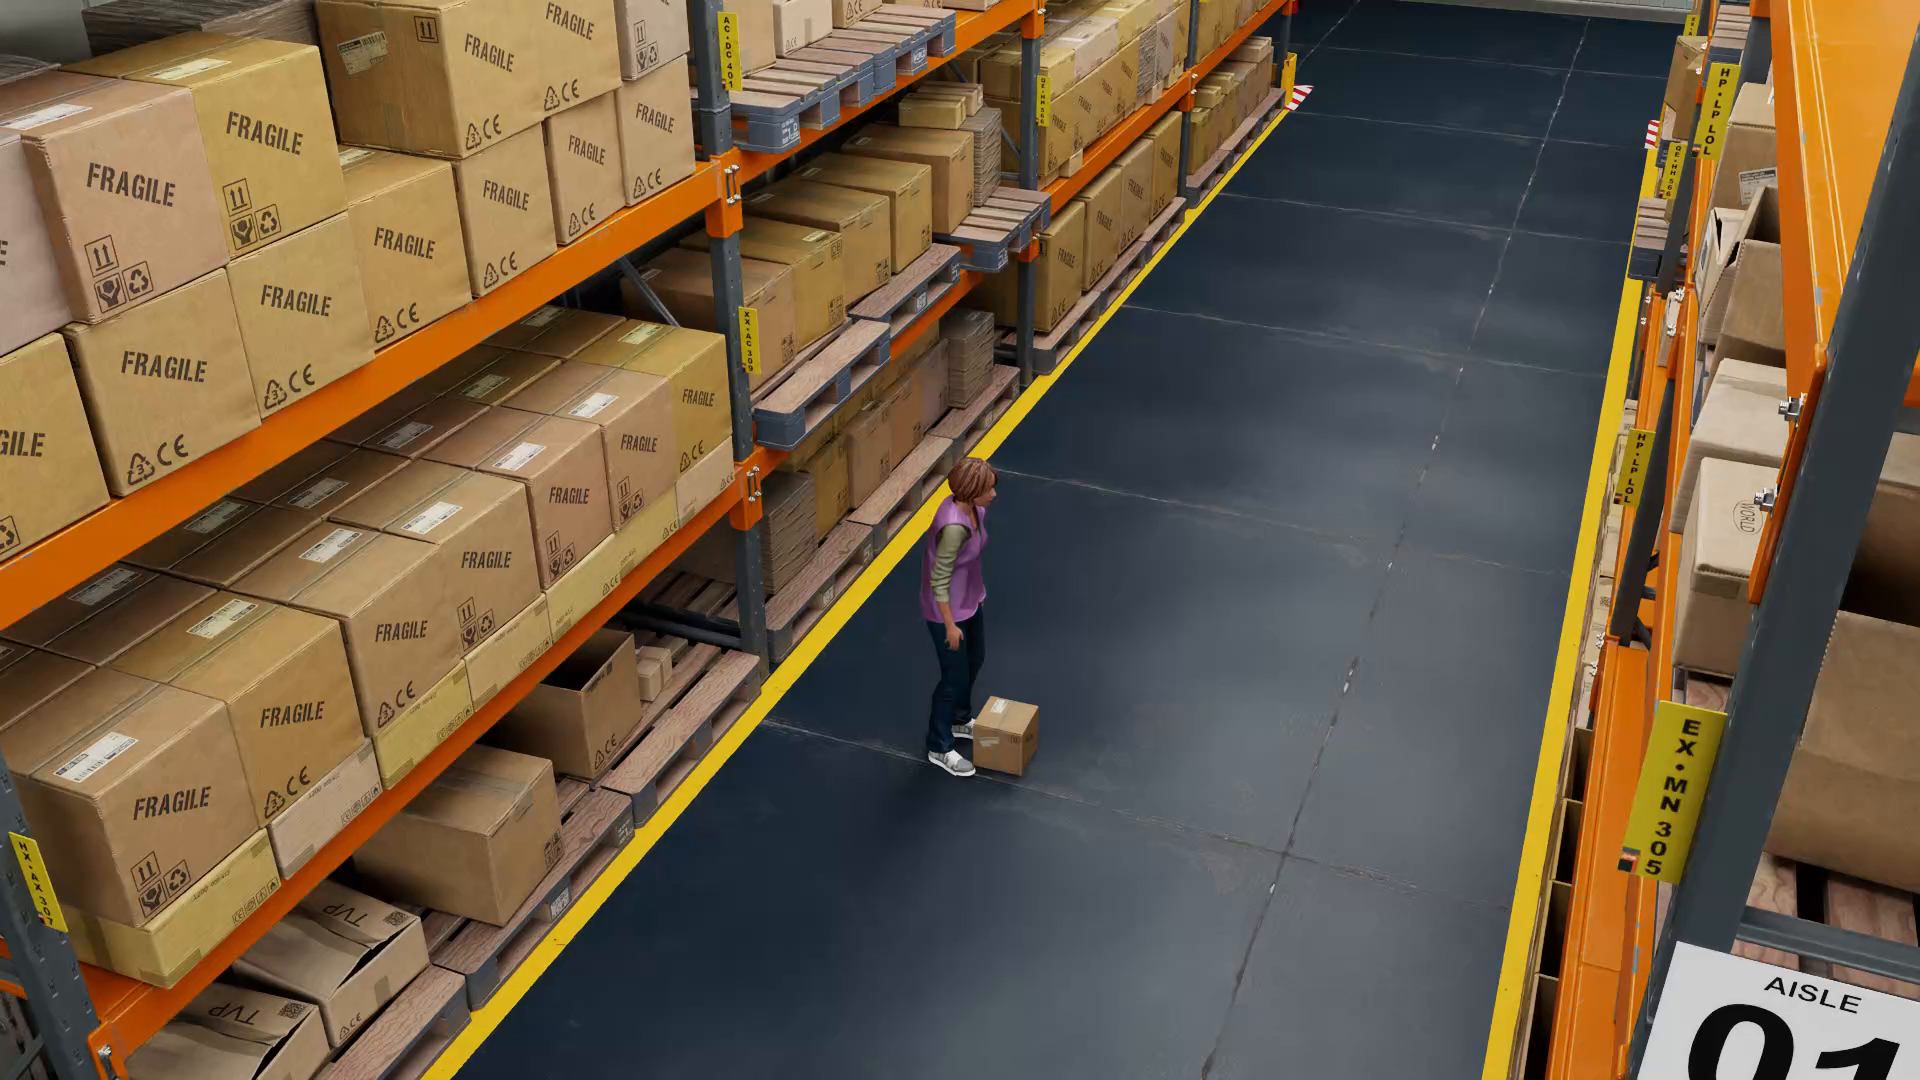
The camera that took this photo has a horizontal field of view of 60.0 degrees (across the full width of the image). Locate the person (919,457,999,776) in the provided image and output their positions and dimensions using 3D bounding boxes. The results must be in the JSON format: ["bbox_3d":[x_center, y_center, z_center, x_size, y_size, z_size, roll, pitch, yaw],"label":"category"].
[{"bbox_3d":[-0.007,0.327,7.831,0.344,1.593,0.485,10,31,16],"label":"person"}]
